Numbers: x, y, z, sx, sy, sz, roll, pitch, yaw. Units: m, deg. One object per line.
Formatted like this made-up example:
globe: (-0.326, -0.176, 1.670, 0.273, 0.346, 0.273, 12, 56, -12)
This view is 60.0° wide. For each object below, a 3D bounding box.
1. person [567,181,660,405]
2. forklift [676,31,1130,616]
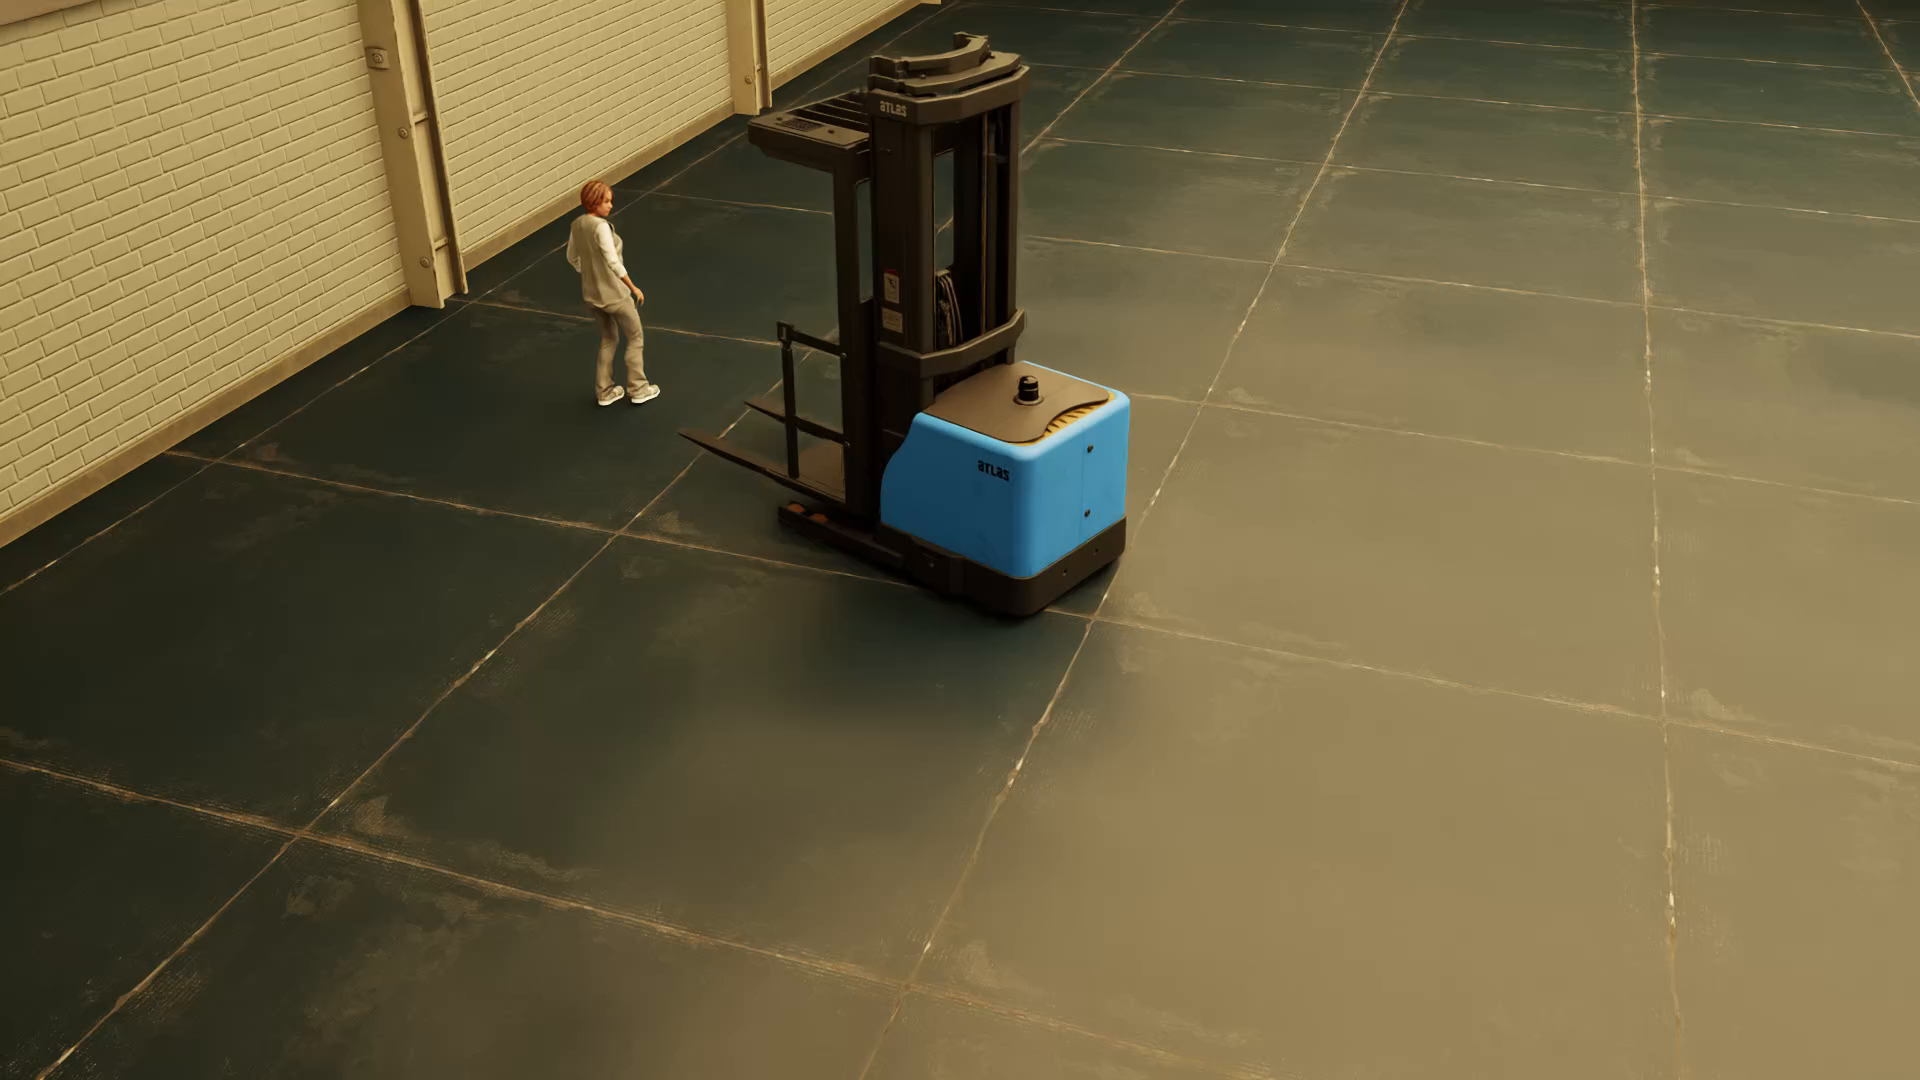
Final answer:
person: (-2.412, -1.698, 11.491, 0.621, 1.577, 0.447, 20, 35, 31)
forklift: (-0.483, -1.446, 9.673, 3.031, 2.935, 1.130, 22, 36, 34)
